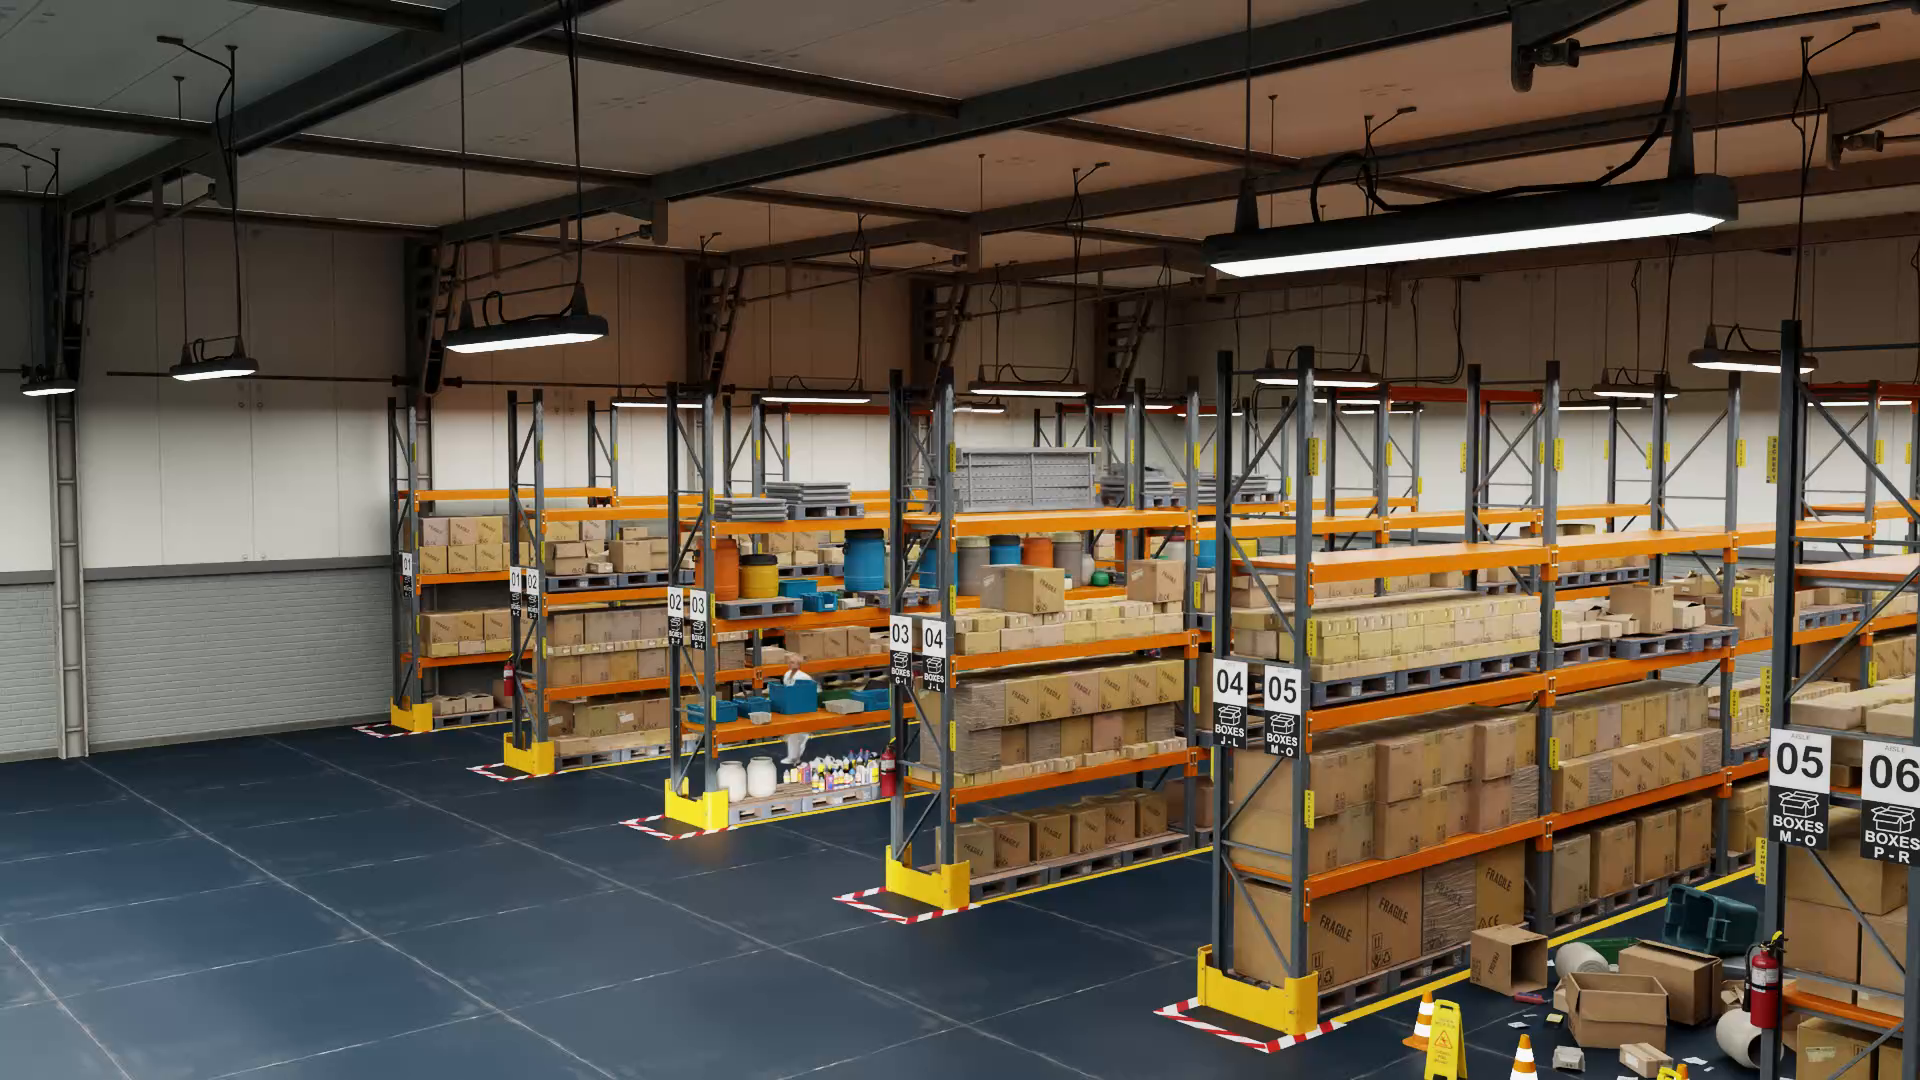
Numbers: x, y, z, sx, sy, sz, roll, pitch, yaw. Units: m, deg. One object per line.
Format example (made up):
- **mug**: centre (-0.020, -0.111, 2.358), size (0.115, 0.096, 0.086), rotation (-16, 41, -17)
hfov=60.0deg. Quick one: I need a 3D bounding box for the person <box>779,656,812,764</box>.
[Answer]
- **person**: centre (-2.624, 2.731, 26.796), size (0.685, 1.734, 0.664), rotation (3, 4, 40)
